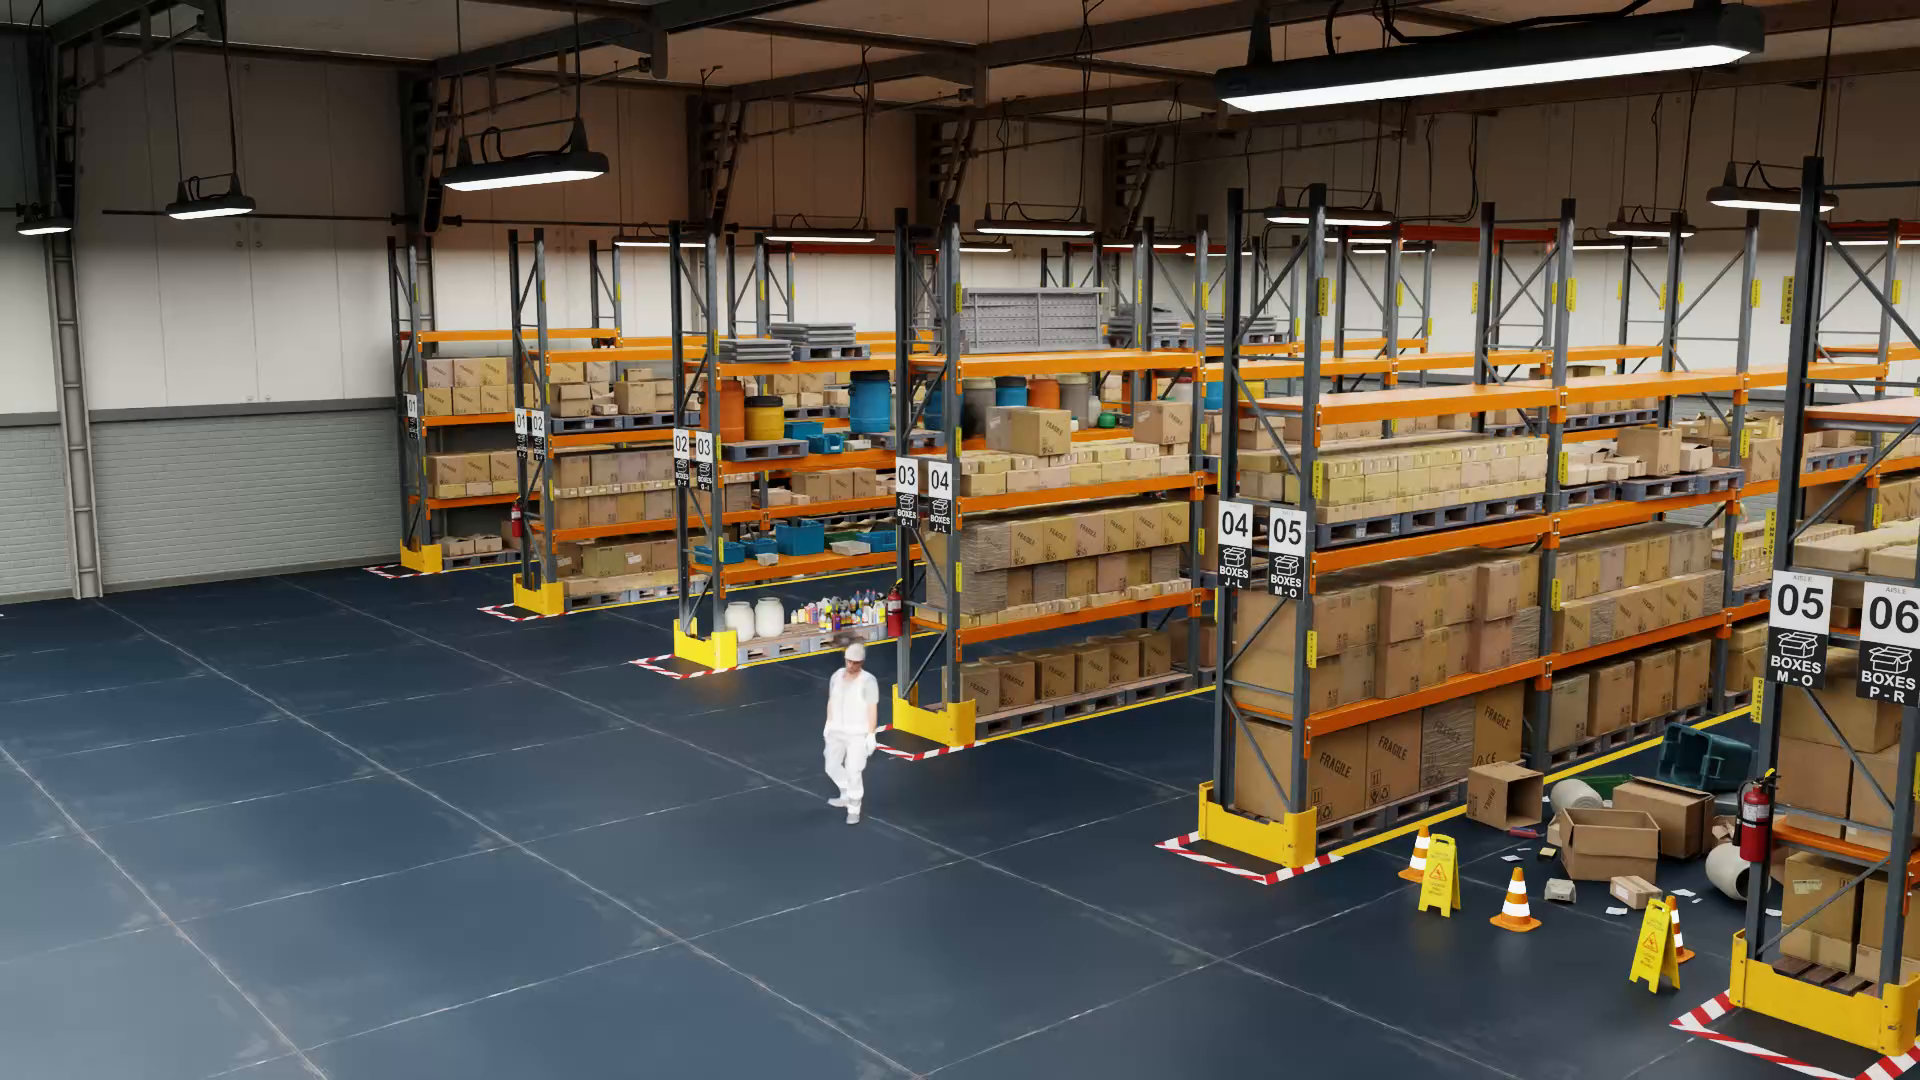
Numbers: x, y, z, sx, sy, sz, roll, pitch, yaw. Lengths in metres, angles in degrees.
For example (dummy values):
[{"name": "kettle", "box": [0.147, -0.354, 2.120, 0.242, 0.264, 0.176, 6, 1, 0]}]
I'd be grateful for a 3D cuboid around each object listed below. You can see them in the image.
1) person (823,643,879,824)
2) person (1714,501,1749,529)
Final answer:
[{"name": "person", "box": [-1.052, 1.837, 16.071, 0.657, 1.765, 0.494, 5, 10, 27]}, {"name": "person", "box": [13.595, -0.123, 29.363, 0.564, 1.613, 0.575, 5, 10, 28]}]
